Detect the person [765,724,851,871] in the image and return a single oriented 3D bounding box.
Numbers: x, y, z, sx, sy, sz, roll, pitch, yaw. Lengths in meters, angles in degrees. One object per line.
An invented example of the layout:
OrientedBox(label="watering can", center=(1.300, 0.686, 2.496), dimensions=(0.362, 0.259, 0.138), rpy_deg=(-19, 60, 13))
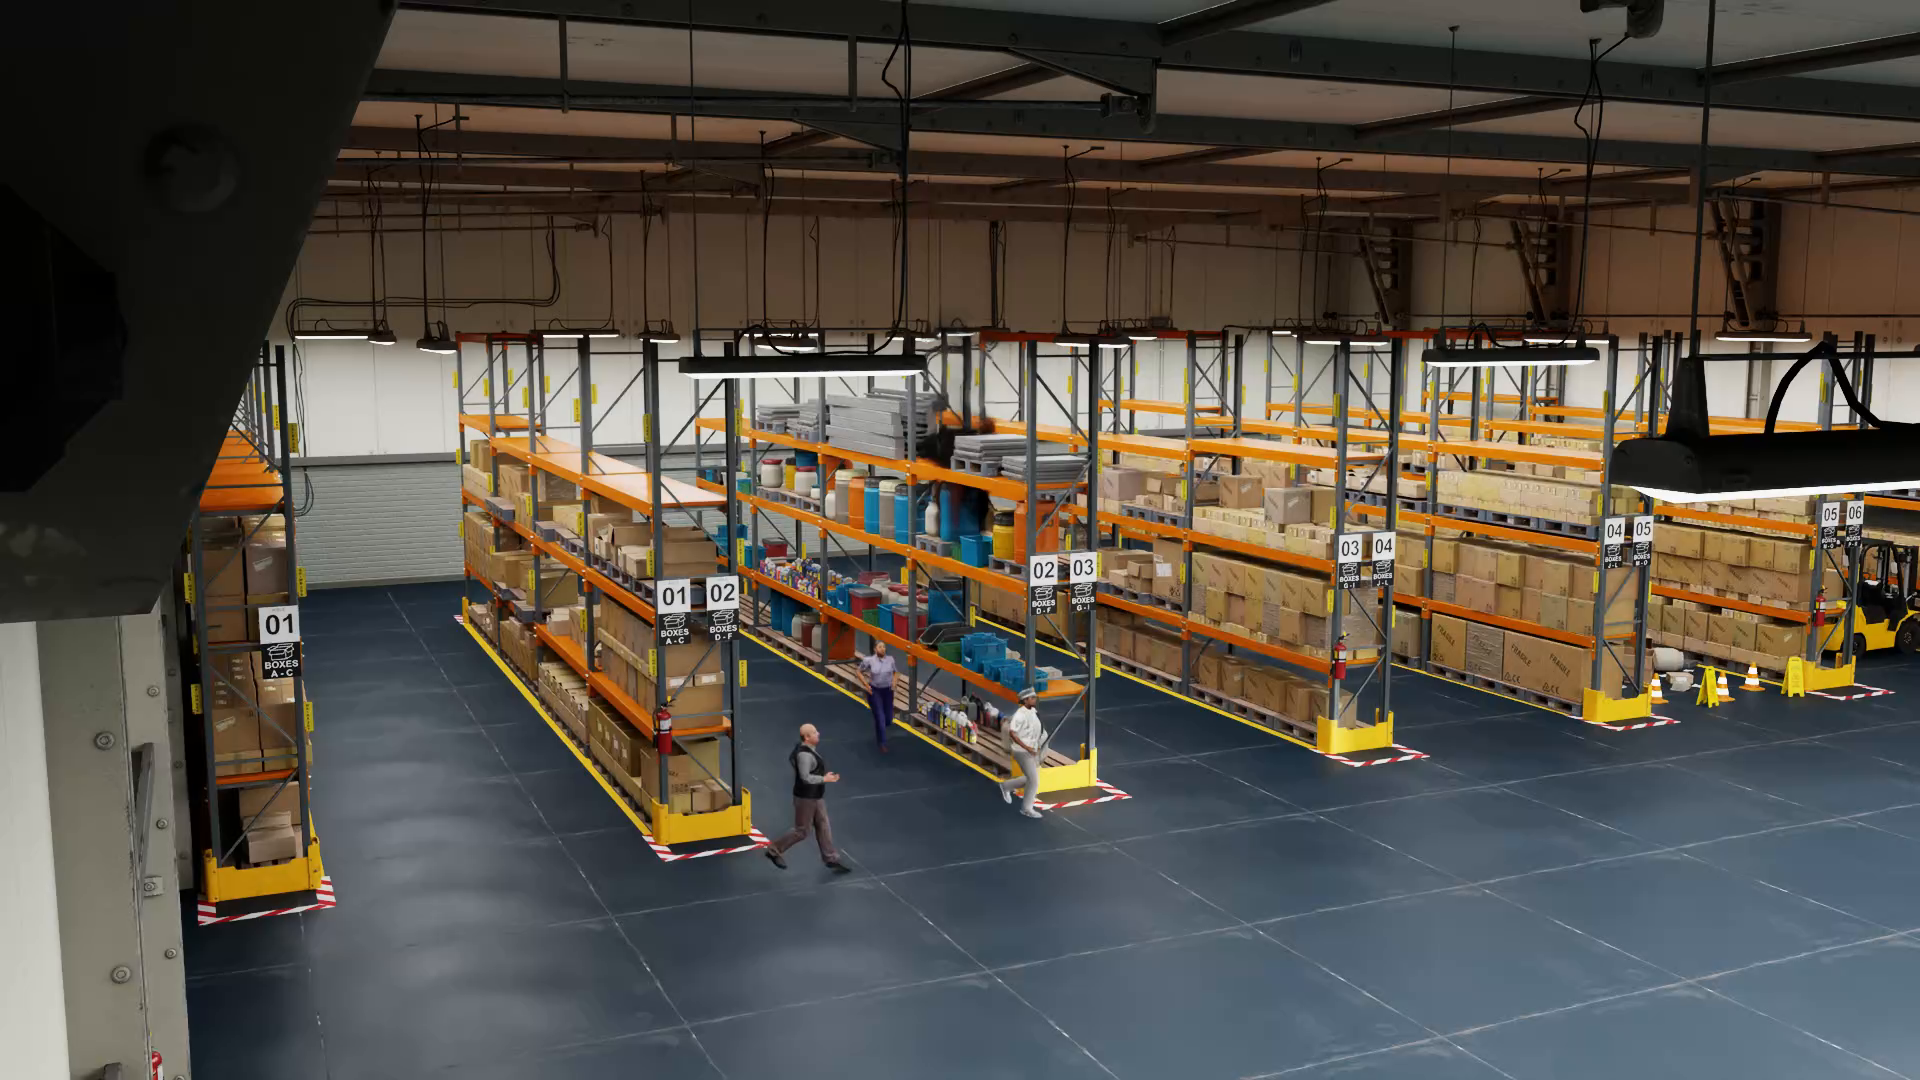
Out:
OrientedBox(label="person", center=(-1.727, 2.929, 18.836), dimensions=(0.968, 1.733, 0.676), rpy_deg=(0, 8, 2))

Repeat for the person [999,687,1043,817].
OrientedBox(label="person", center=(0.781, 2.680, 21.227), dimensions=(0.634, 1.667, 0.613), rpy_deg=(4, 9, 26))

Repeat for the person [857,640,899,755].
OrientedBox(label="person", center=(-1.186, 2.266, 24.338), dimensions=(0.613, 1.629, 0.726), rpy_deg=(-3, 8, -24))
